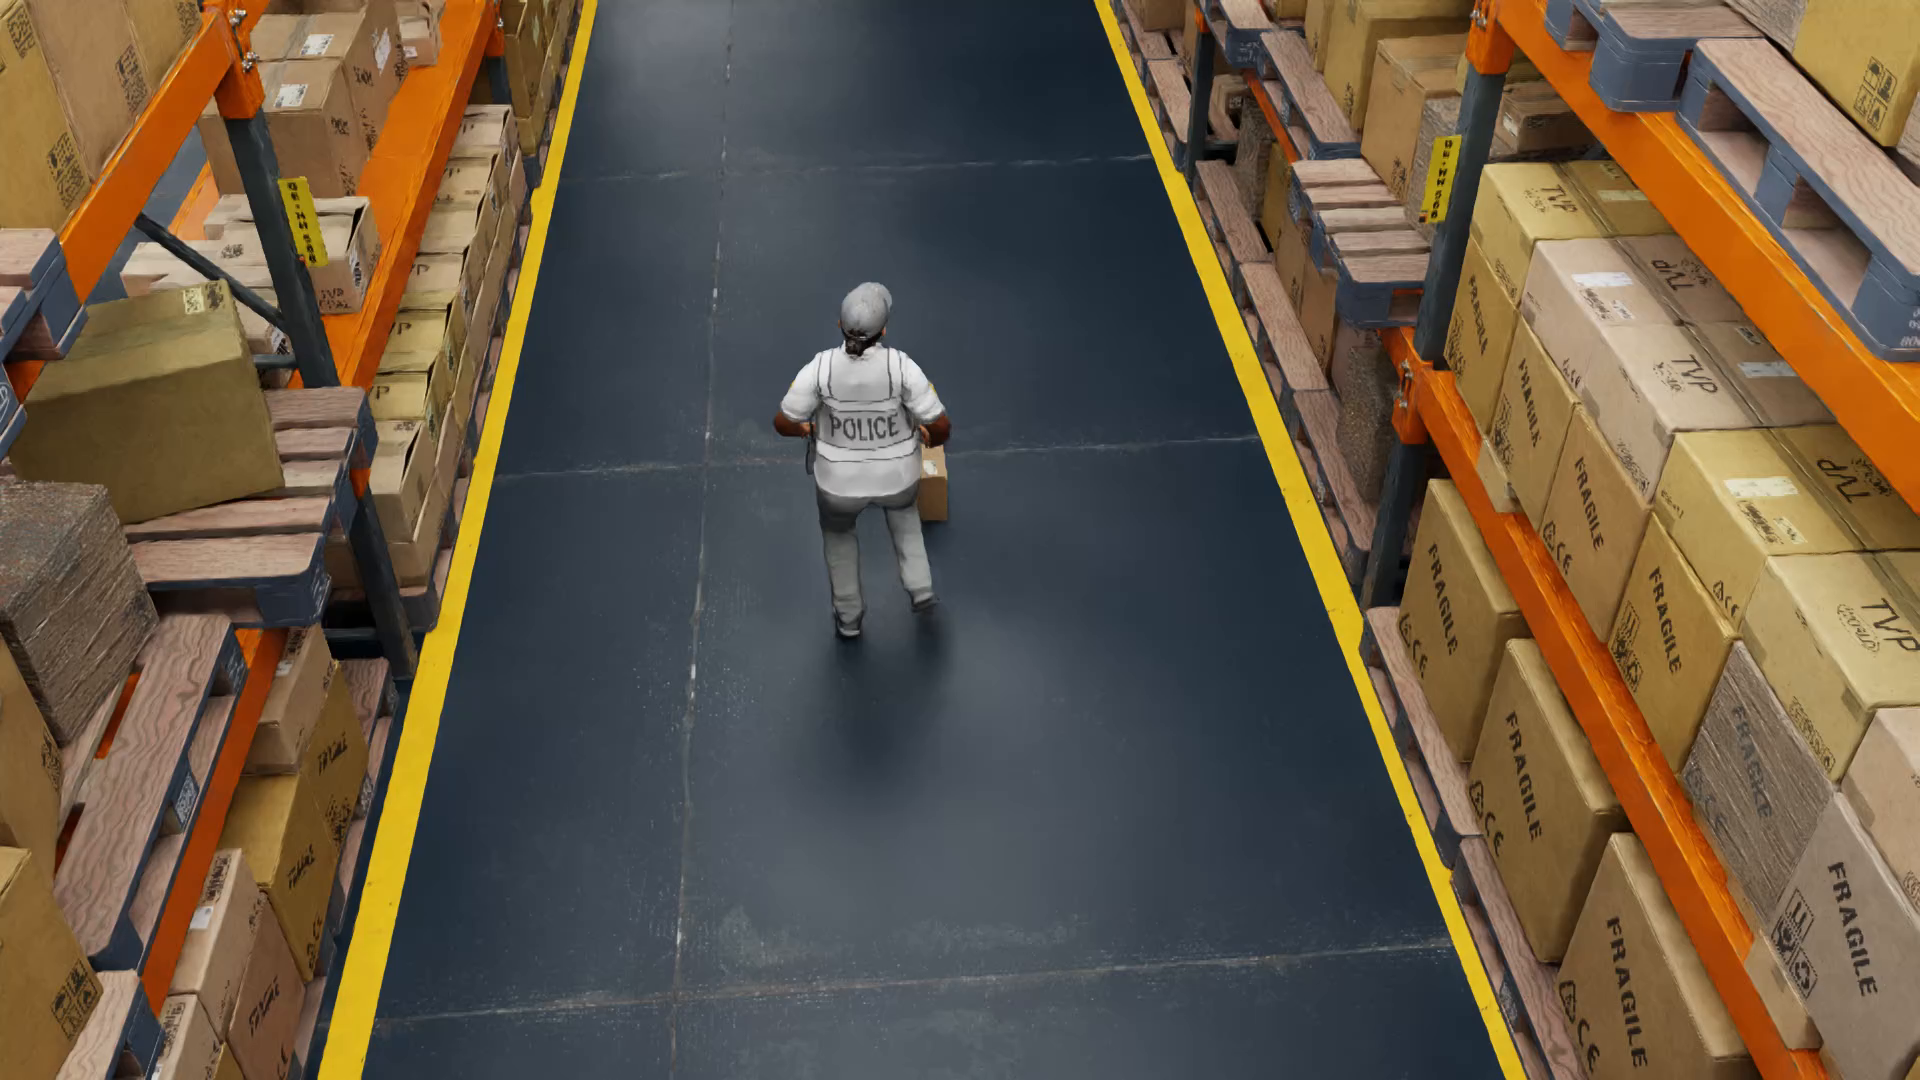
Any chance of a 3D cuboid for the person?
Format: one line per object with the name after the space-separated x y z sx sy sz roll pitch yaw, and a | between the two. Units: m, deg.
-0.388 -0.305 6.553 0.663 1.642 0.497 -6 40 -8 | person
